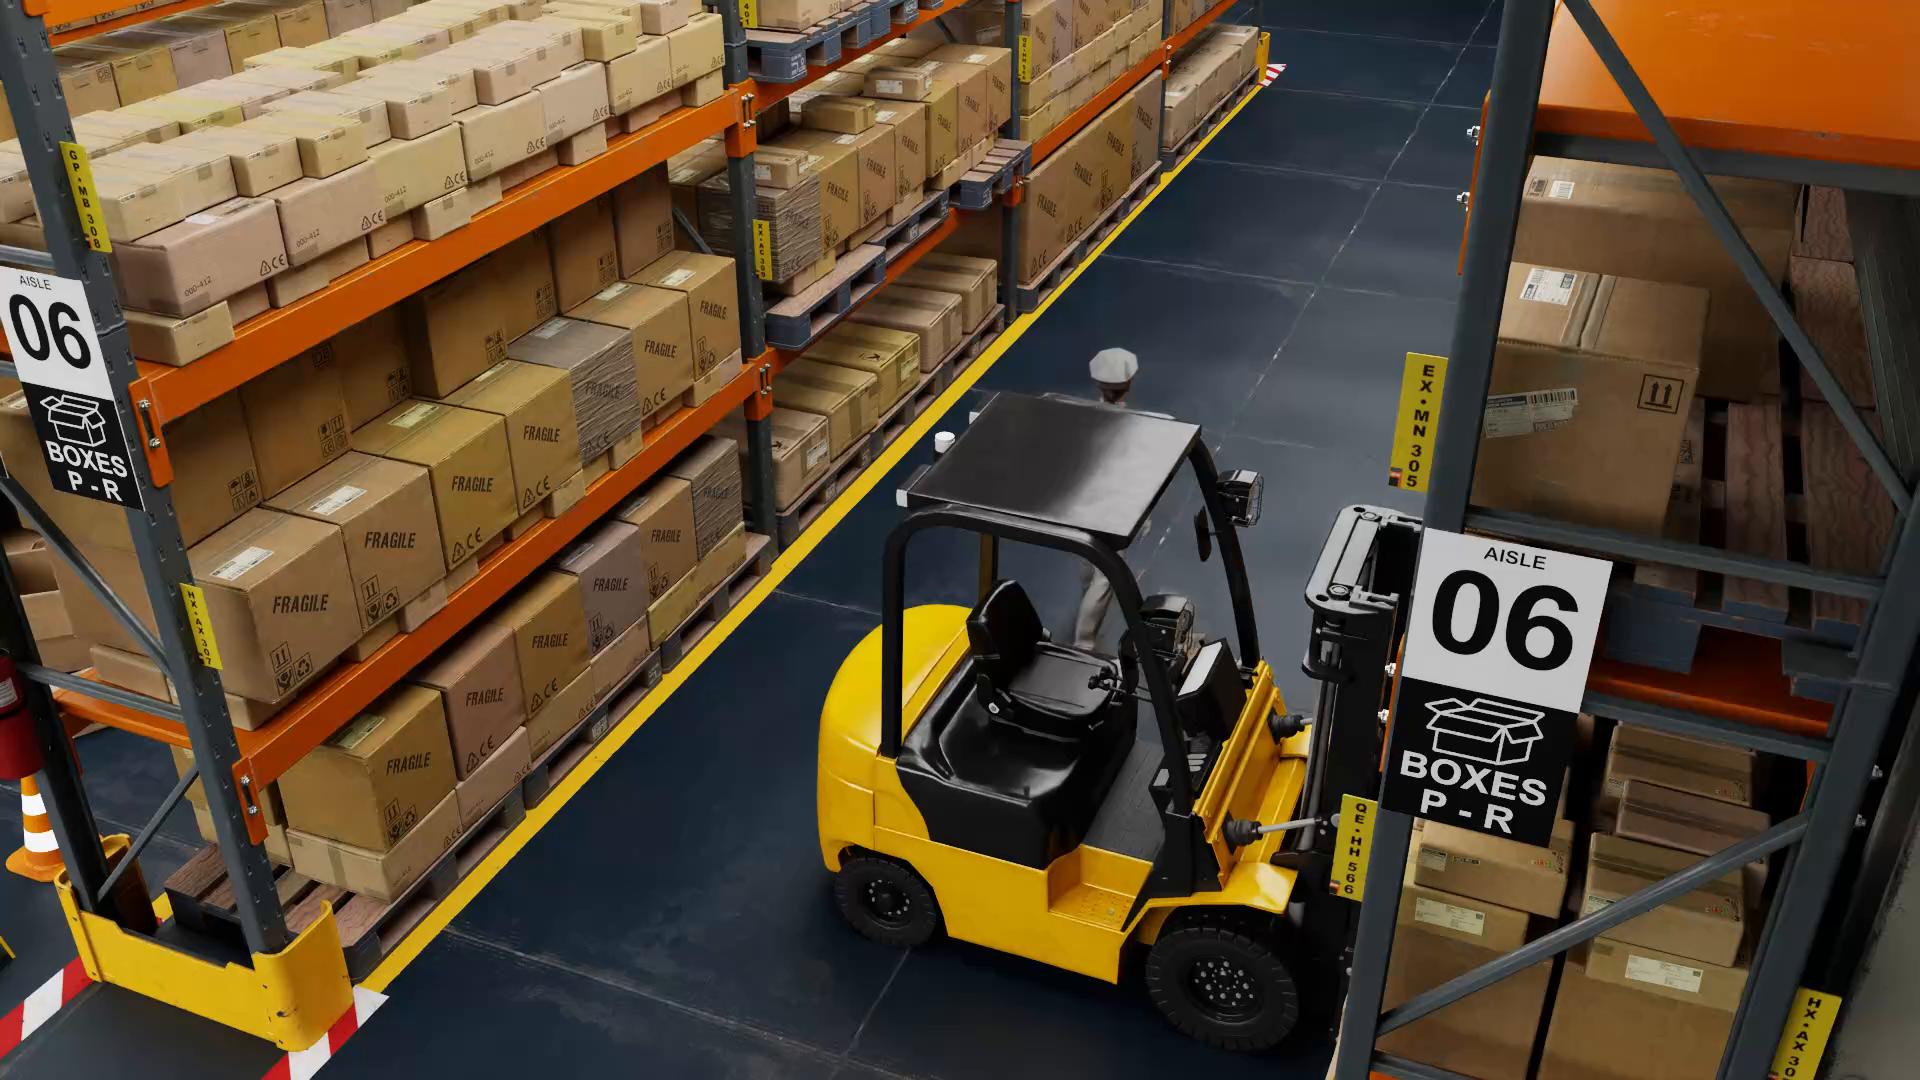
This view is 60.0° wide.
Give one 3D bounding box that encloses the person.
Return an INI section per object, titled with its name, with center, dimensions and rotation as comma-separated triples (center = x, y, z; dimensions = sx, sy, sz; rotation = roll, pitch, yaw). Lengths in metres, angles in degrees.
[person]
center = 0.765, -0.183, 8.690
dimensions = 0.554, 1.648, 0.916
rotation = 19, 35, 30
